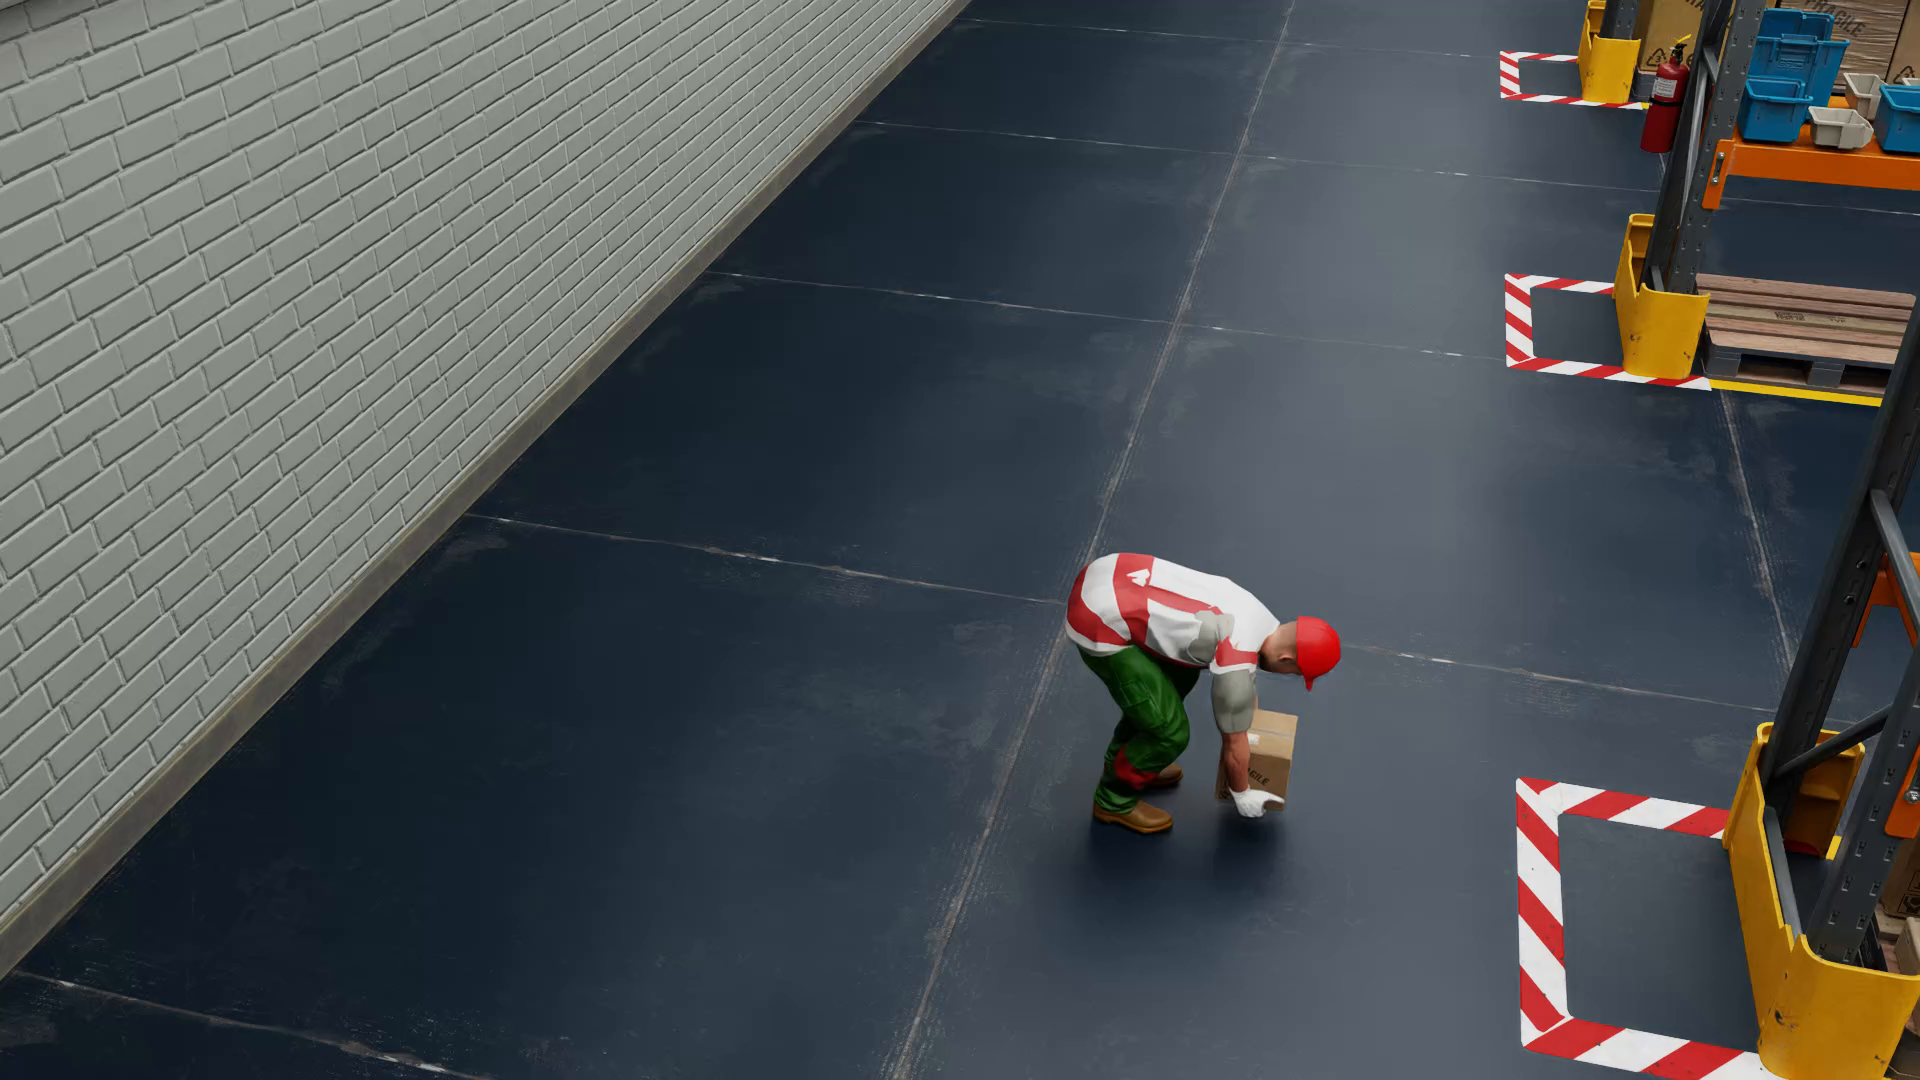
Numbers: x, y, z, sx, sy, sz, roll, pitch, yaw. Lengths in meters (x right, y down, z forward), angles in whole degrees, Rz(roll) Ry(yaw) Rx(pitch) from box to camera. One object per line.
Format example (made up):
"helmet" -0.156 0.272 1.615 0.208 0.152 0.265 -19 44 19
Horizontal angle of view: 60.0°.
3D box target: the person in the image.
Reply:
"person" 0.844 0.553 5.942 0.957 1.037 0.522 7 33 10
